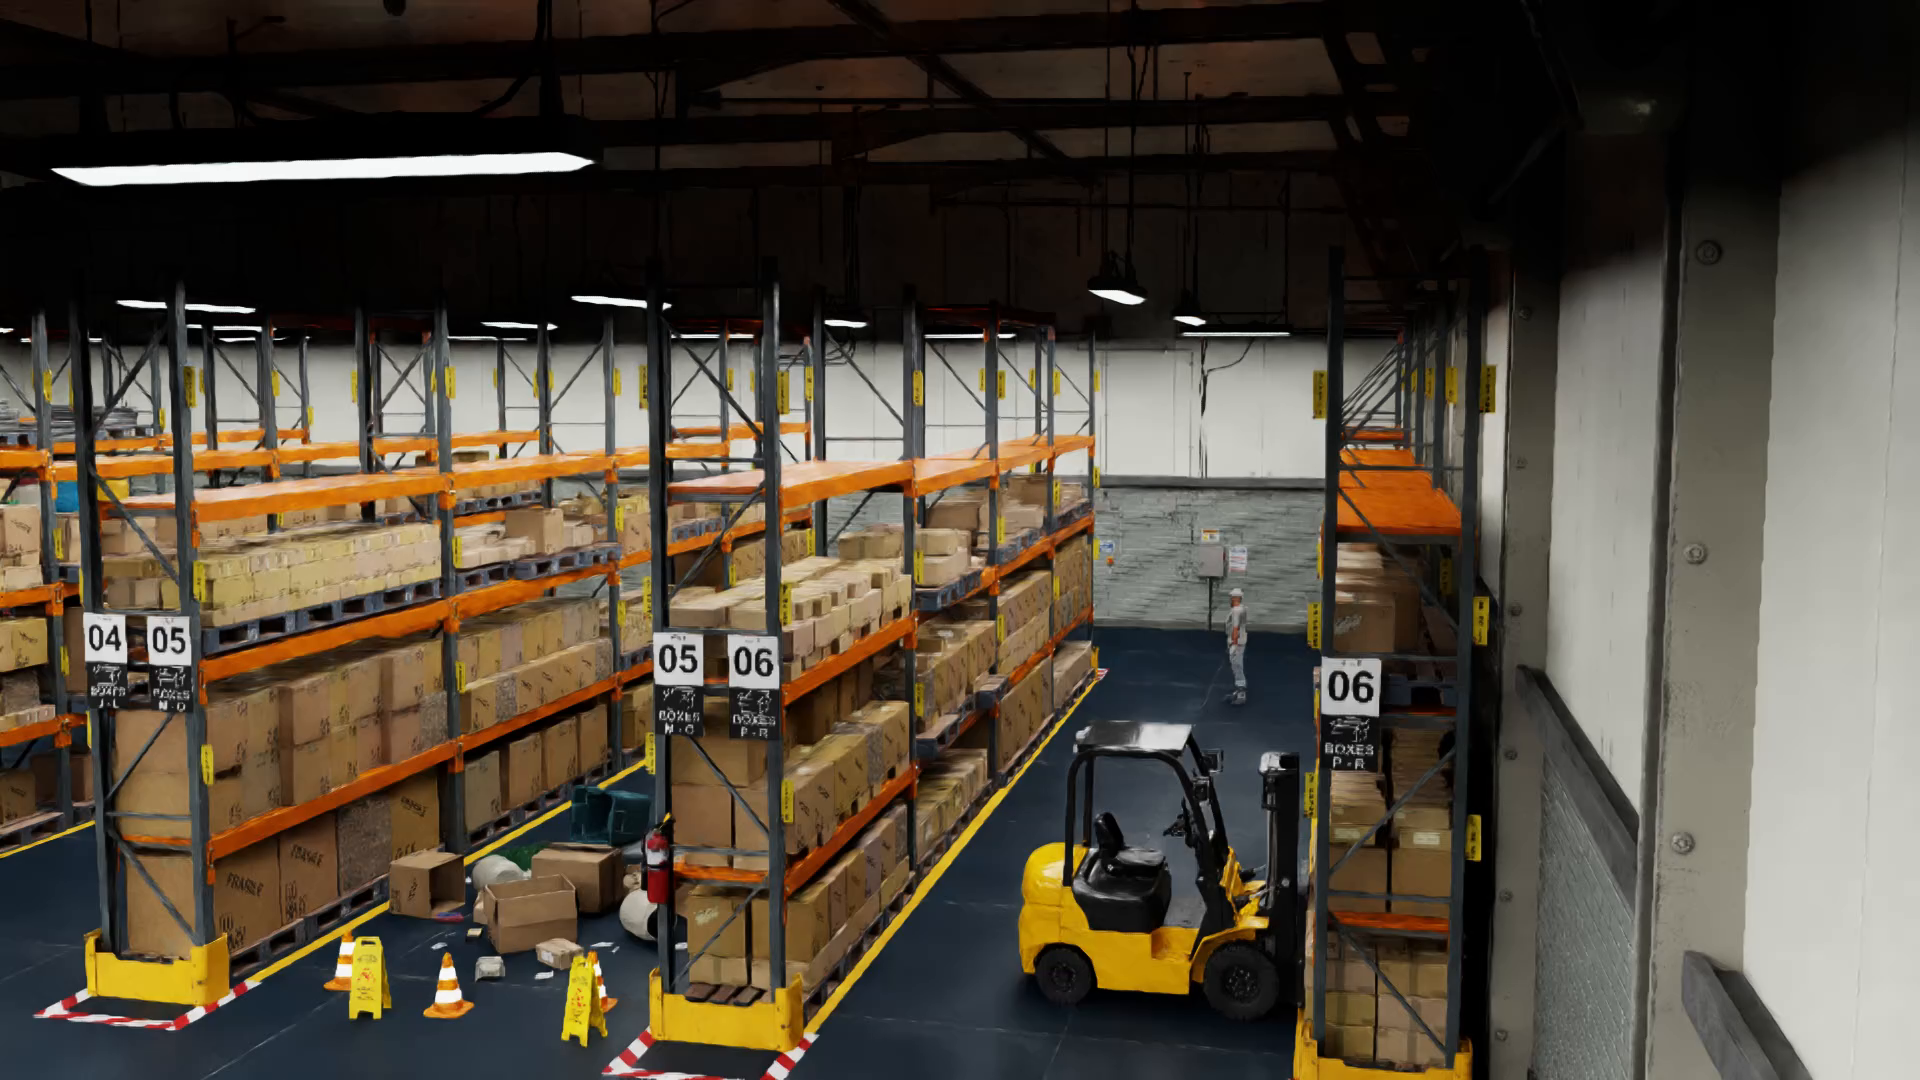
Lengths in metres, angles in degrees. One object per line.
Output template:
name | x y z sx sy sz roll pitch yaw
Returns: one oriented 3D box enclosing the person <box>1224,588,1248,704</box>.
person | 4.307 1.639 25.975 0.389 1.789 0.647 2 6 19
